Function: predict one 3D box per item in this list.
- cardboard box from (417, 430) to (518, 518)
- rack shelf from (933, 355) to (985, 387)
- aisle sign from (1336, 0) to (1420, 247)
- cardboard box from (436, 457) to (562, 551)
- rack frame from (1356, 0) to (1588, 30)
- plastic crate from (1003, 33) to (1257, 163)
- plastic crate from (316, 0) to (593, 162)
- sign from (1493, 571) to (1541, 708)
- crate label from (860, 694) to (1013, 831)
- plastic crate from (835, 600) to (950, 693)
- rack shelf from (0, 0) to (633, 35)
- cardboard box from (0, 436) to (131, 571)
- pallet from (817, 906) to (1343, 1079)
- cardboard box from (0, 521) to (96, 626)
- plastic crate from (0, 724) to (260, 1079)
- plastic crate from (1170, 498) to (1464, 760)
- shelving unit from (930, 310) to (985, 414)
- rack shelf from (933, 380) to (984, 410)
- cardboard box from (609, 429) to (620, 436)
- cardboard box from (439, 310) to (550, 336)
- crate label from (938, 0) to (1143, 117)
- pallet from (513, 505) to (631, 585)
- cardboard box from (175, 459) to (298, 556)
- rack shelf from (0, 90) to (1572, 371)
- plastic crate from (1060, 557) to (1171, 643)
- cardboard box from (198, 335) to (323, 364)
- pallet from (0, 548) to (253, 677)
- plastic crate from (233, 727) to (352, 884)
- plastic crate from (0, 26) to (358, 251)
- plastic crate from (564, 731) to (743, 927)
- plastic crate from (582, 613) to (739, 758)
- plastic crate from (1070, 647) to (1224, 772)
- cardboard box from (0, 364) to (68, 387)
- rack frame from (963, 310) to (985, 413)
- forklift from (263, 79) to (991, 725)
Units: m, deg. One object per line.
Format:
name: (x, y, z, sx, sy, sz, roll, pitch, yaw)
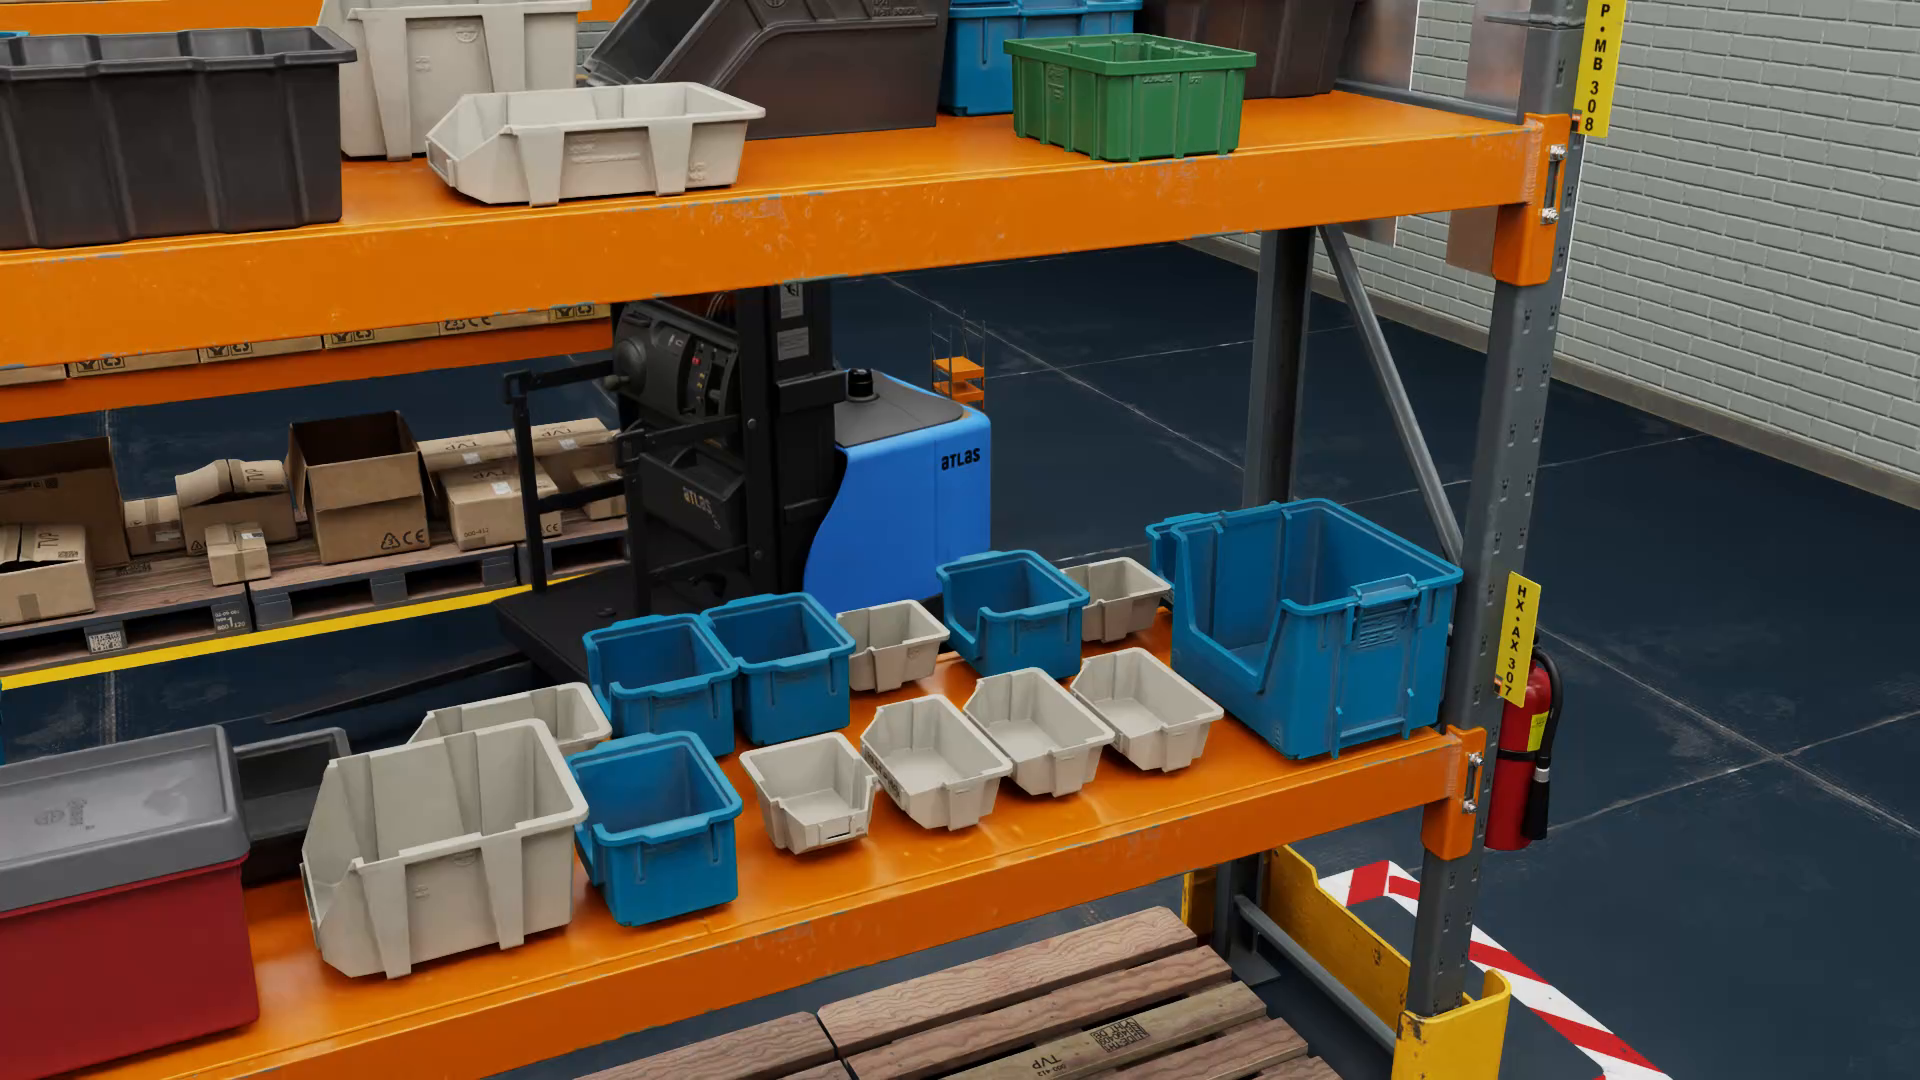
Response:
cardboard box: (-2.564, -0.351, 8.697, 0.500, 0.250, 0.500, -10, 25, -24)
rack shelf: (-0.013, -0.844, 8.394, 0.180, 0.103, 0.258, -10, 25, -24)
aisle sign: (1.031, -1.185, 4.291, 0.004, 0.787, 0.394, -10, 25, -24)
cardboard box: (-2.302, -0.187, 8.301, 0.500, 0.250, 0.500, -10, 25, -24)
rack frame: (1.095, -2.641, 3.365, 0.127, 3.000, 1.000, -10, 25, -24)
plastic crate: (0.331, -0.895, 3.346, 0.336, 0.188, 0.450, -10, 25, -24)
plastic crate: (-1.035, -0.939, 3.330, 0.530, 0.282, 0.437, -10, 25, -24)
sign: (1.349, 0.242, 4.029, 0.005, 0.325, 0.100, -10, 25, -24)
crate label: (-0.069, 0.520, 3.837, 0.243, 0.136, 0.396, -10, 25, -24)
plastic crate: (-0.206, 0.290, 4.395, 0.298, 0.136, 0.250, -10, 25, -24)
rack shelf: (-2.852, -2.299, 7.400, 4.000, 0.370, 1.077, -10, 25, -24)
cardboard box: (-4.263, -0.154, 7.893, 0.500, 0.500, 0.500, -10, 25, -24)
pallet: (0.335, 1.543, 4.747, 1.213, 0.211, 1.003, -10, 25, -24)
cardboard box: (-4.182, 0.131, 7.453, 0.500, 0.311, 0.500, -10, 25, -24)
plastic crate: (-1.596, 0.675, 3.034, 0.583, 0.464, 0.402, -10, 25, -24)
plastic crate: (0.875, 0.207, 4.204, 0.499, 0.435, 0.616, -10, 25, -24)
shelving unit: (-0.013, -0.552, 8.515, 0.189, 1.200, 0.258, -10, 25, -24)
rack shelf: (-0.013, -0.733, 8.440, 0.180, 0.103, 0.258, -10, 25, -24)
cardboard box: (-1.801, -0.479, 9.113, 0.250, 0.166, 0.380, -10, 25, -24)
cardboard box: (-2.253, -1.287, 7.806, 0.500, 0.500, 0.500, -10, 25, -23)
crate label: (0.124, -1.145, 3.866, 0.502, 0.251, 0.408, -10, 25, -24)
pallet: (-1.836, -0.143, 8.820, 1.213, 0.211, 1.003, -10, 25, -24)
cardboard box: (-3.588, -0.191, 8.230, 0.500, 0.311, 0.500, -10, 25, -24)
rack shelf: (-0.707, -0.591, 3.275, 4.000, 0.370, 1.077, -10, 25, -24)
plastic crate: (0.405, 0.177, 4.667, 0.298, 0.136, 0.250, -10, 25, -24)
cardboard box: (-3.165, -1.118, 7.399, 0.500, 0.500, 0.500, -11, 25, -24)
pallet: (-4.034, 0.262, 7.842, 1.213, 0.211, 1.003, -10, 25, -24)
plastic crate: (-1.617, 0.615, 3.623, 0.590, 0.125, 0.437, -10, 25, -24)
plastic crate: (-1.271, -0.643, 2.630, 0.590, 0.269, 0.497, -10, 25, -24)
plastic crate: (-0.644, 0.609, 3.496, 0.300, 0.233, 0.416, -10, 25, -24)
plastic crate: (-0.727, 0.376, 4.060, 0.300, 0.233, 0.416, -10, 25, -24)
plastic crate: (0.439, 0.423, 4.074, 0.243, 0.136, 0.396, -10, 25, -24)
cardboard box: (-4.076, -0.950, 6.993, 0.500, 0.500, 0.500, -10, 24, -22)
rack frame: (0.069, -0.567, 8.551, 0.006, 1.200, 0.240, -10, 25, -24)
forklift: (-1.322, -0.708, 6.629, 3.031, 2.935, 1.130, -17, 28, -35)
